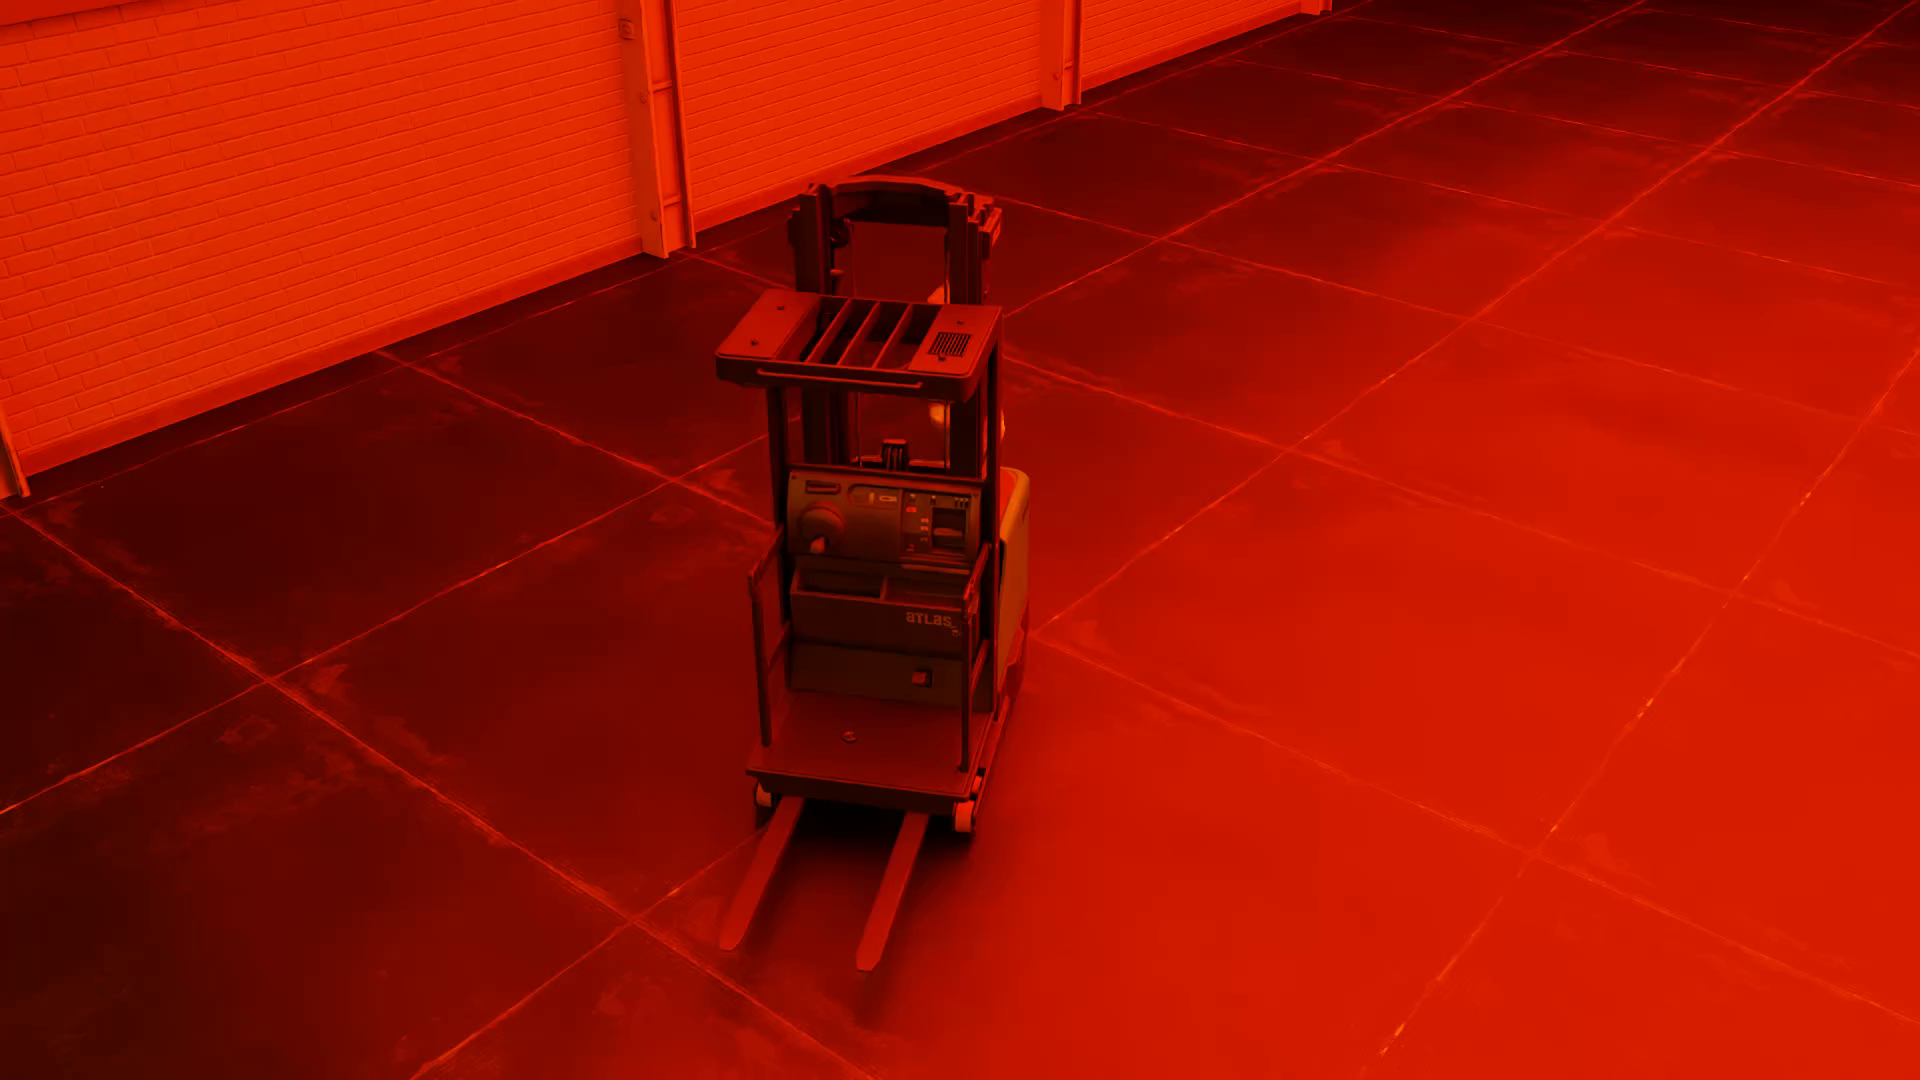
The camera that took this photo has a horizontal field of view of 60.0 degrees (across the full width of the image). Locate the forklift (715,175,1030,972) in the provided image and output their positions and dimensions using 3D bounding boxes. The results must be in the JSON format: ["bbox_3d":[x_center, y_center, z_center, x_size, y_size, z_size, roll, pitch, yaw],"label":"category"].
[{"bbox_3d":[-0.403,-0.047,7.675,1.130,2.935,3.031,6,31,10],"label":"forklift"}]

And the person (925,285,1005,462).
[{"bbox_3d":[0.049,-0.763,10.111,0.587,1.694,0.530,22,37,33],"label":"person"}]
